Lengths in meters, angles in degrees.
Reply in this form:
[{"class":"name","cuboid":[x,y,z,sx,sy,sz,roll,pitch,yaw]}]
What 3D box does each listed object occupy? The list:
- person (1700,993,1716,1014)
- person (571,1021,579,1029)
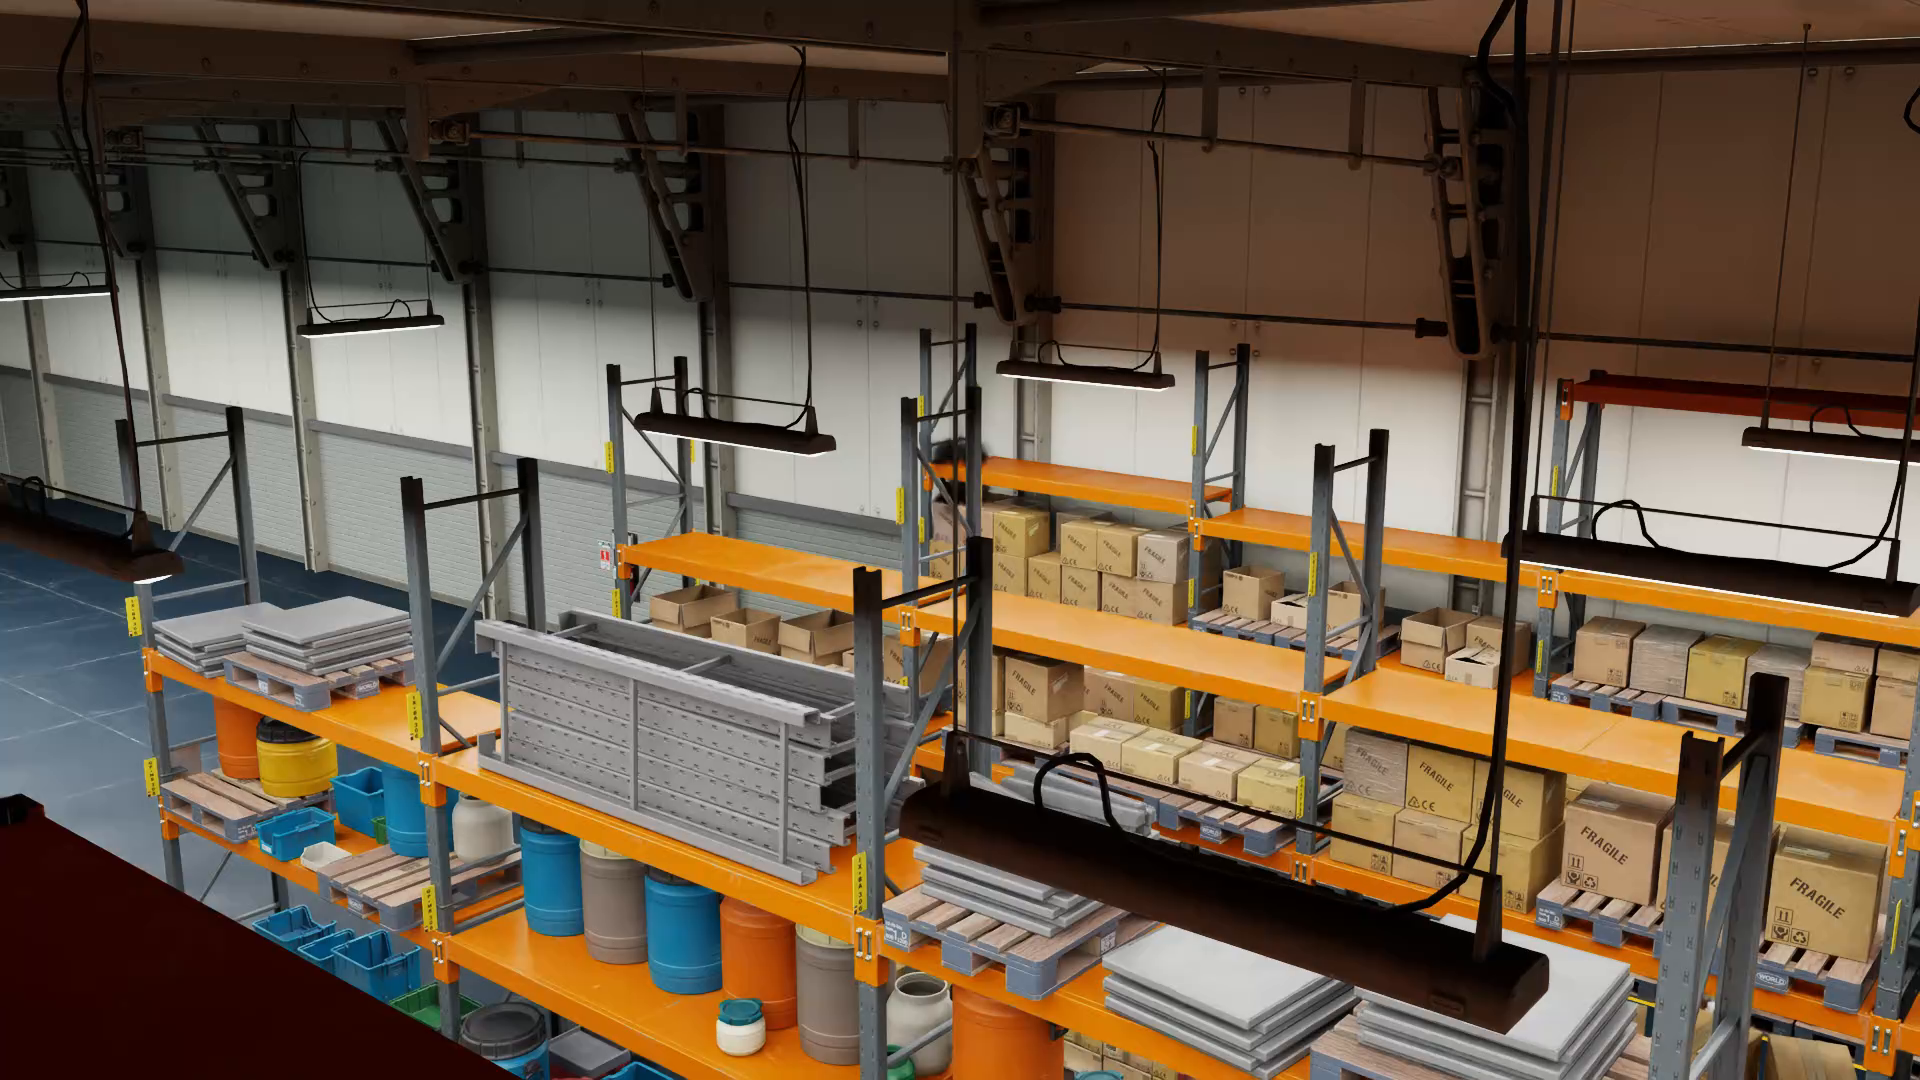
[{"class":"person","cuboid":[5.912,4.311,13.239,0.902,1.749,0.726,11,17,40]},{"class":"person","cuboid":[-3.289,3.935,15.210,0.894,1.688,0.608,5,14,21]}]
